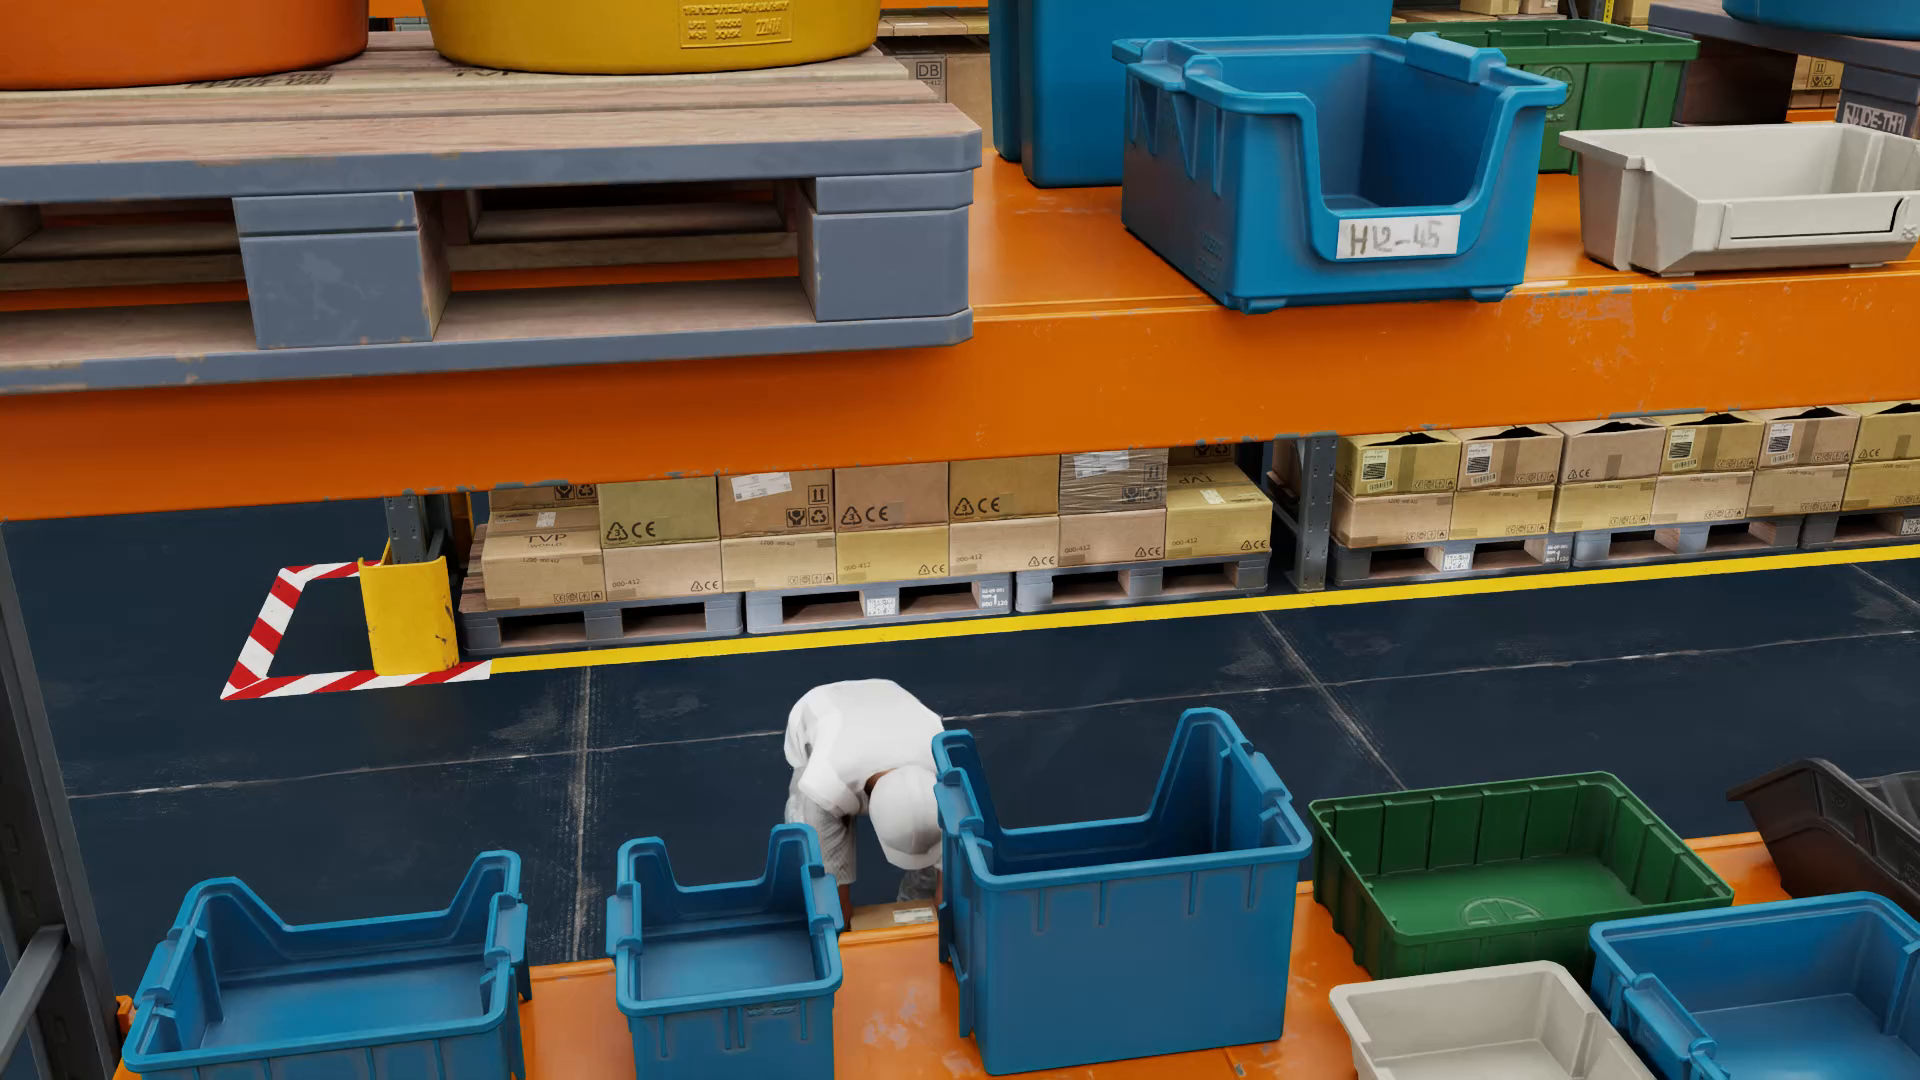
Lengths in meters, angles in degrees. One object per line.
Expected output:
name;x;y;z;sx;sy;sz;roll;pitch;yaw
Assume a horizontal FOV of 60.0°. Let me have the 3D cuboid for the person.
person;-0.228;0.931;4.866;0.545;1.017;0.976;-5;24;-12
